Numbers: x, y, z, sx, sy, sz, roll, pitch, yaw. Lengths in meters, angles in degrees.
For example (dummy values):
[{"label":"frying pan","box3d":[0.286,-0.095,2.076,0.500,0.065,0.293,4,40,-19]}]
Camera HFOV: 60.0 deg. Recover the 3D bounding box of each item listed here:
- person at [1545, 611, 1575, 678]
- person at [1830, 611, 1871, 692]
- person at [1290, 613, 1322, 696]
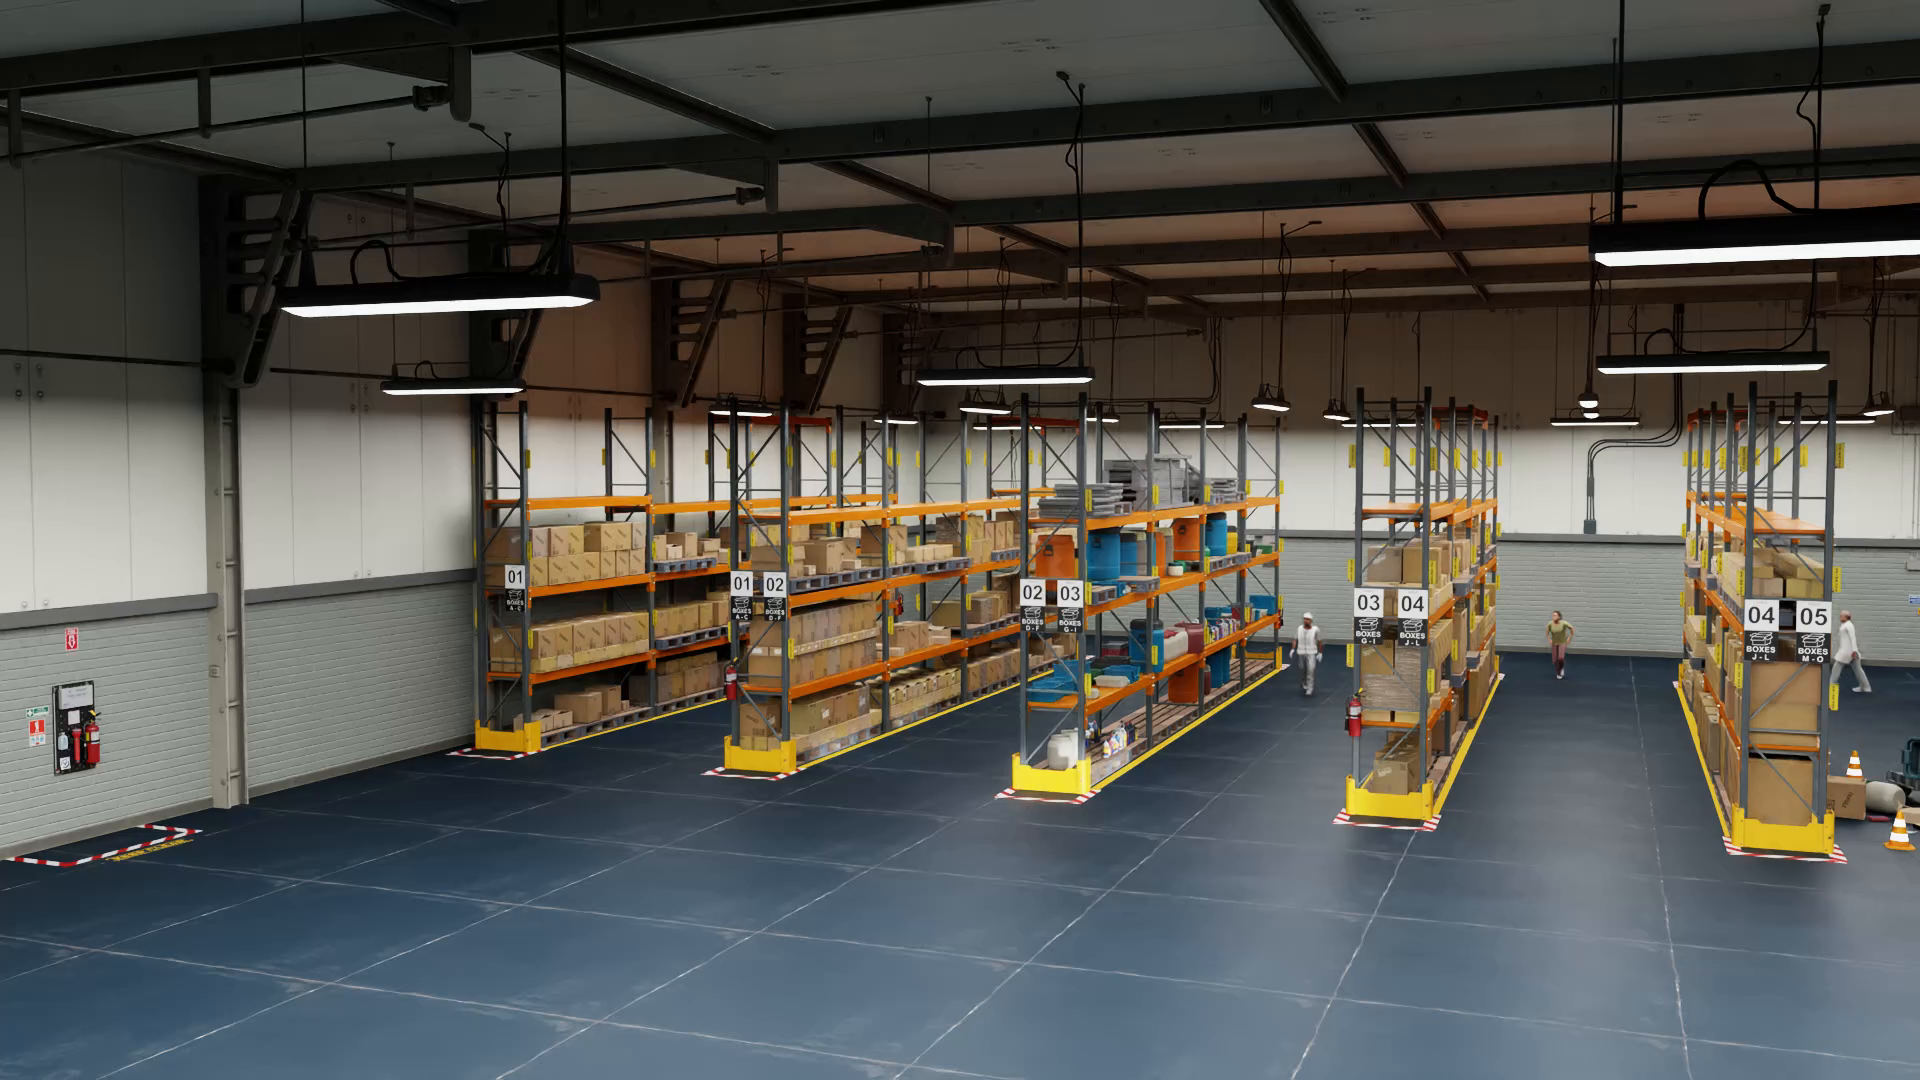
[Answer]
[{"label":"person","box3d":[13.647,2.376,37.809,0.629,1.580,0.671,2,3,29]},{"label":"person","box3d":[19.009,2.376,35.704,1.058,1.718,0.568,3,4,42]},{"label":"person","box3d":[7.360,2.410,35.329,0.652,1.727,1.094,1,3,19]}]
